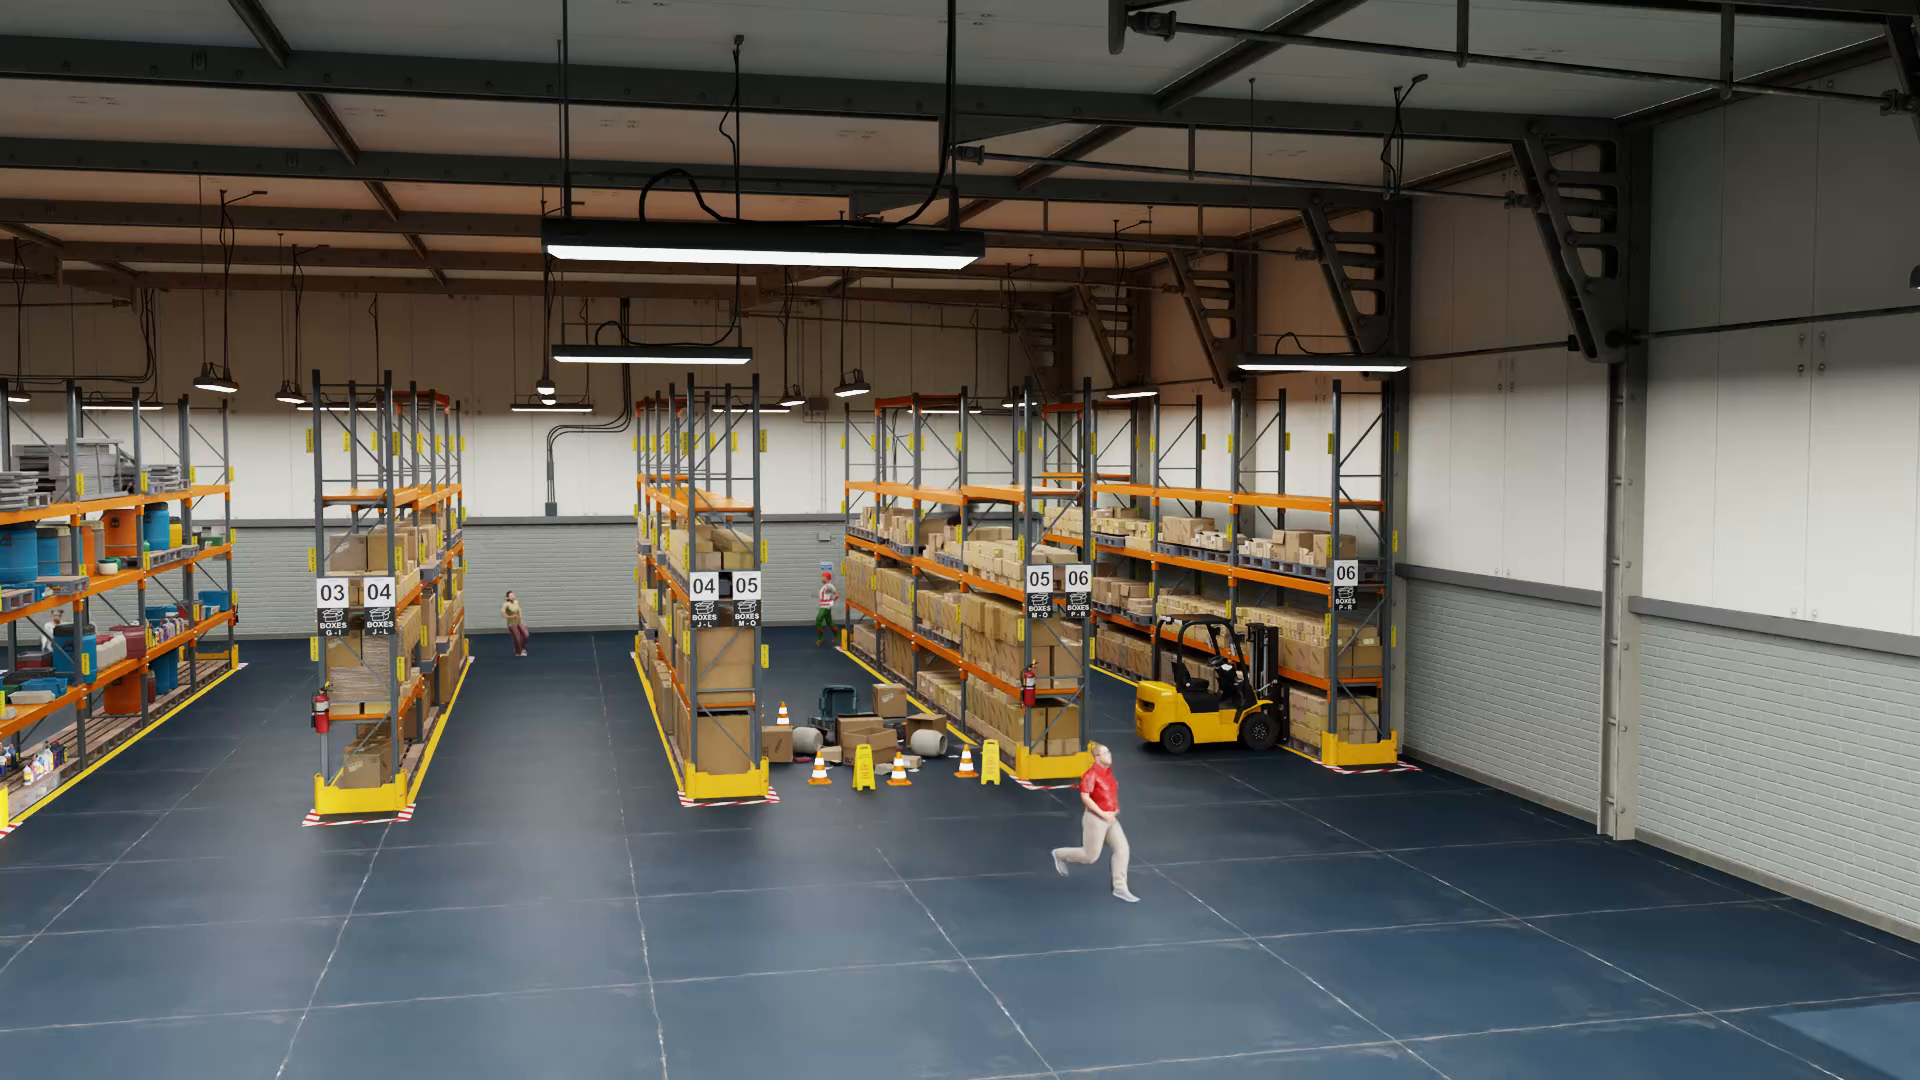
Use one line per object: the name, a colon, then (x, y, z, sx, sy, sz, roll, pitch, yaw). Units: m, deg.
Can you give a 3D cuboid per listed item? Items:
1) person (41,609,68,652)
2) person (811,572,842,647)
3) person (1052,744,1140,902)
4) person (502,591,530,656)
person: (-18.266, 2.220, 33.620, 0.579, 1.679, 0.737, -1, 4, -23)
person: (-3.312, 1.720, 41.240, 0.801, 1.845, 0.647, -1, 3, -12)
person: (1.520, 3.116, 18.409, 1.024, 1.718, 0.642, 2, 4, 36)
person: (-10.396, 1.959, 38.893, 0.536, 1.573, 0.692, 3, 4, 42)
